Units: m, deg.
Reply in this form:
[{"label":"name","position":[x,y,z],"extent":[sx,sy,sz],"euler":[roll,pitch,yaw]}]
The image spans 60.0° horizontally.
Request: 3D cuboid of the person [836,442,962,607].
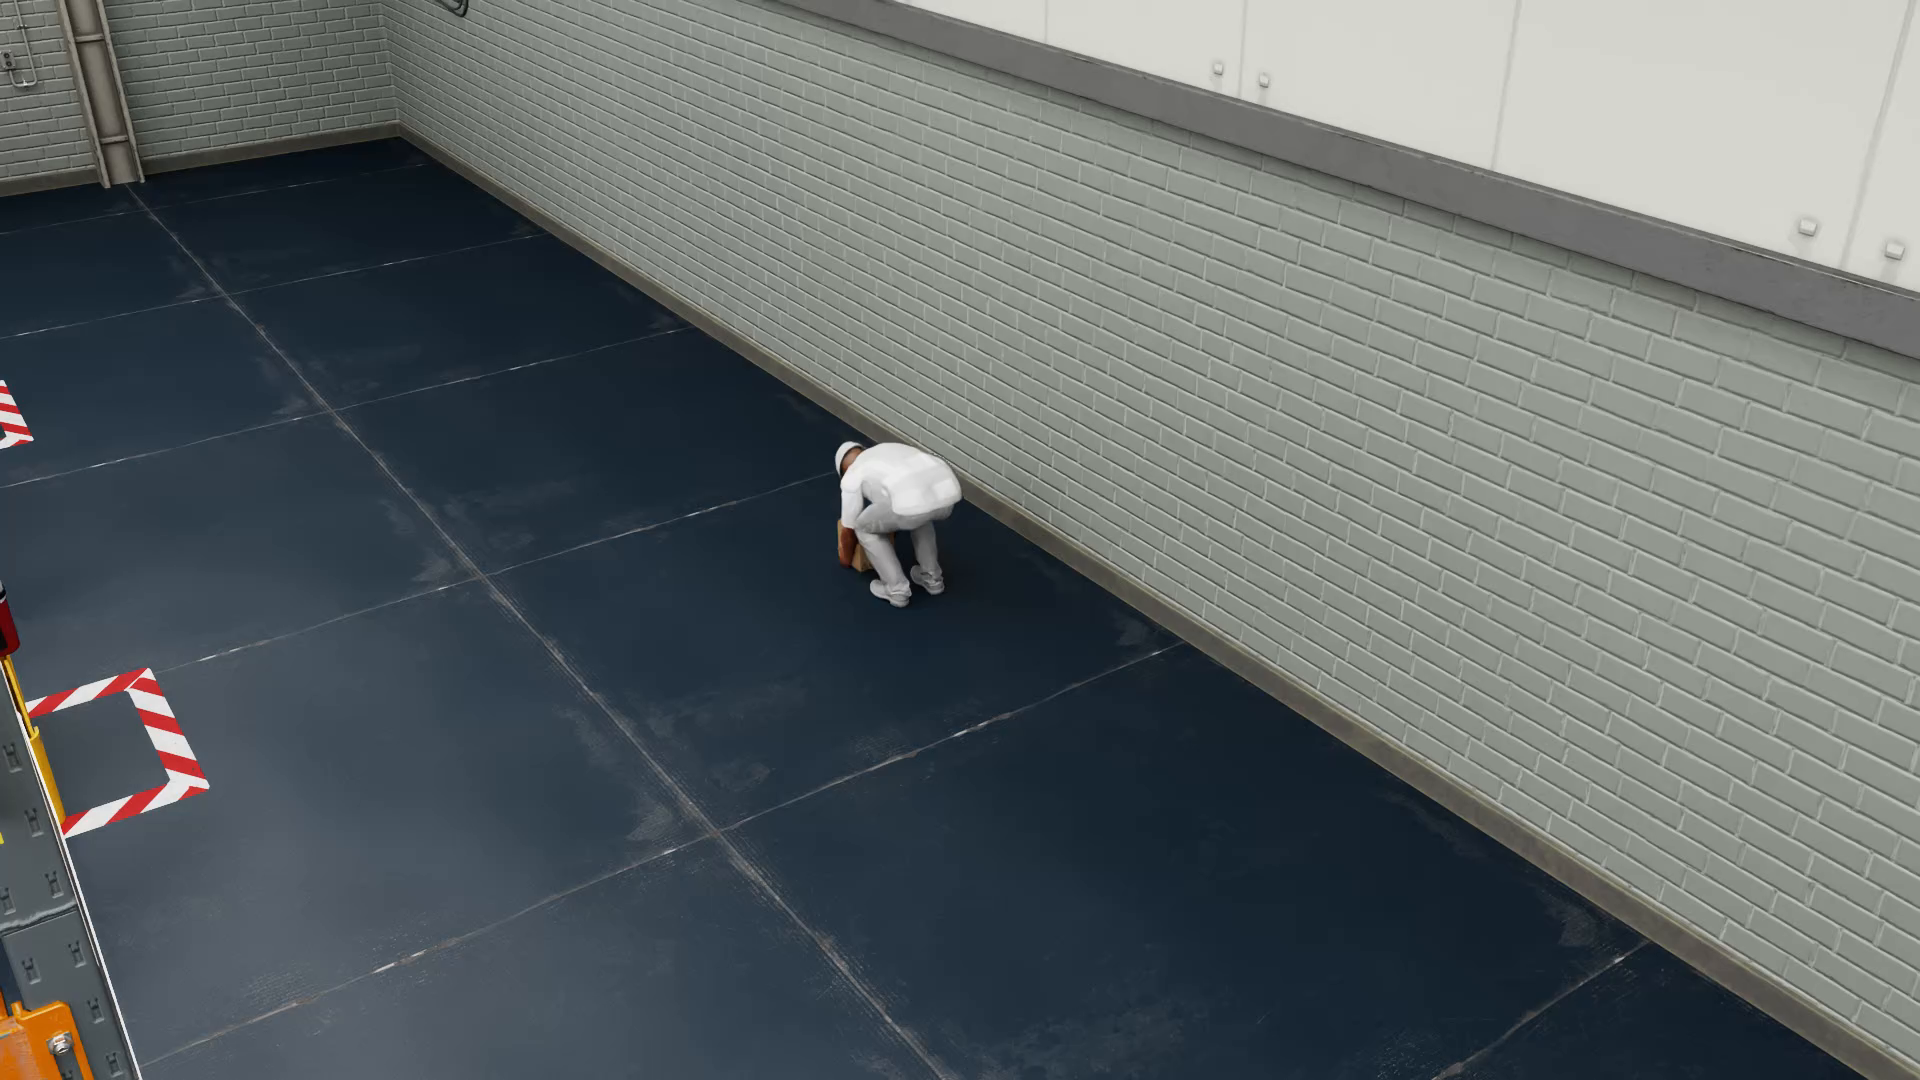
[{"label":"person","position":[-0.412,-0.150,9.796],"extent":[0.511,0.907,0.977],"euler":[-20,34,-33]}]
